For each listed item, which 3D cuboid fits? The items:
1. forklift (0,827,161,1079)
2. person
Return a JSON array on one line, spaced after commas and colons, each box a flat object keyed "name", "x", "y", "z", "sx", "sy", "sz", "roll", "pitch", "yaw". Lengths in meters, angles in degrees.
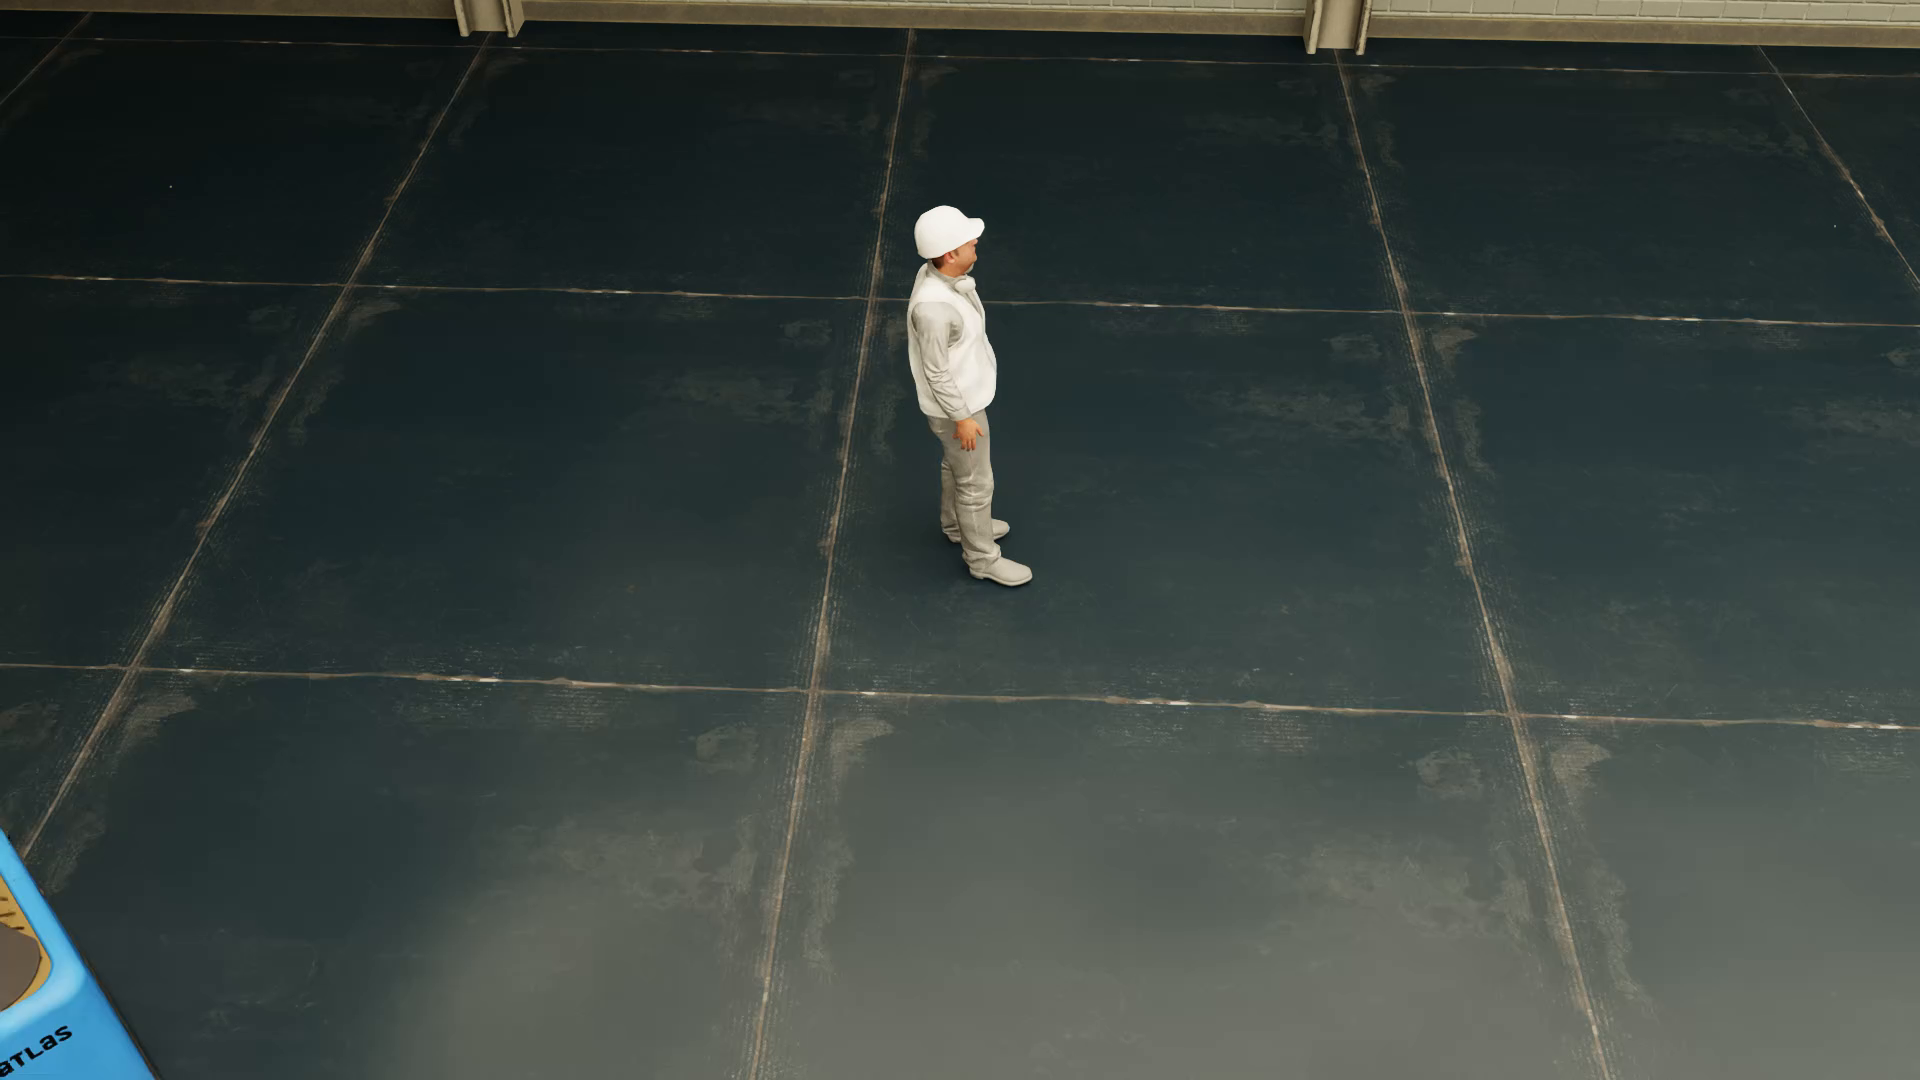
[{"name": "forklift", "x": -4.023, "y": 1.429, "z": 4.177, "sx": 3.031, "sy": 2.935, "sz": 1.130, "roll": -32, "pitch": 51, "yaw": -30}, {"name": "person", "x": 0.061, "y": -0.653, "z": 7.305, "sx": 0.568, "sy": 1.773, "sz": 0.632, "roll": 2, "pitch": 42, "yaw": 2}]
